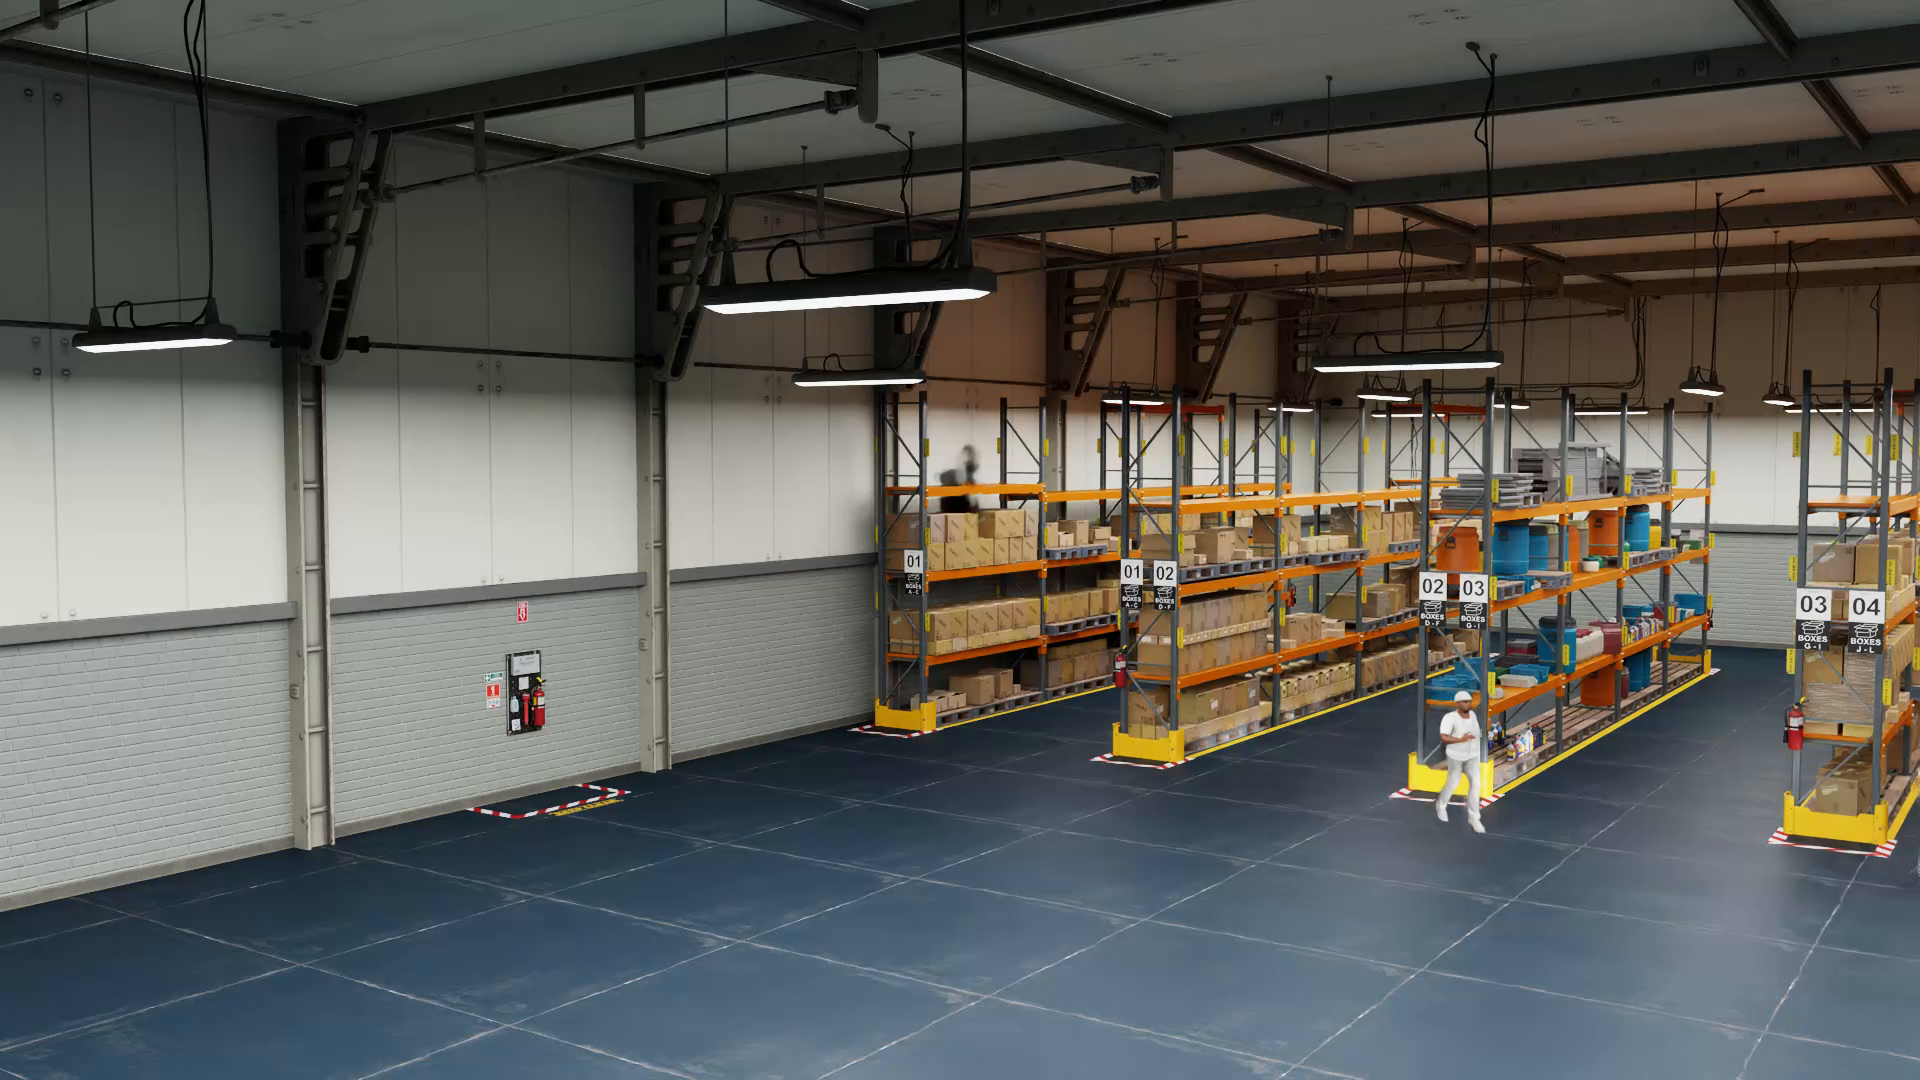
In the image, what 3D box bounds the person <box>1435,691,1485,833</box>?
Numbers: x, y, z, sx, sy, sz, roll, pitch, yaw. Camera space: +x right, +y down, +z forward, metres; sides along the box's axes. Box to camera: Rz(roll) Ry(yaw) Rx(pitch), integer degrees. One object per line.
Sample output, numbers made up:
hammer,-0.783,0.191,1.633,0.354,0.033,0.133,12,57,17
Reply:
person,6.586,2.888,21.922,0.703,1.822,0.833,-1,3,-18
